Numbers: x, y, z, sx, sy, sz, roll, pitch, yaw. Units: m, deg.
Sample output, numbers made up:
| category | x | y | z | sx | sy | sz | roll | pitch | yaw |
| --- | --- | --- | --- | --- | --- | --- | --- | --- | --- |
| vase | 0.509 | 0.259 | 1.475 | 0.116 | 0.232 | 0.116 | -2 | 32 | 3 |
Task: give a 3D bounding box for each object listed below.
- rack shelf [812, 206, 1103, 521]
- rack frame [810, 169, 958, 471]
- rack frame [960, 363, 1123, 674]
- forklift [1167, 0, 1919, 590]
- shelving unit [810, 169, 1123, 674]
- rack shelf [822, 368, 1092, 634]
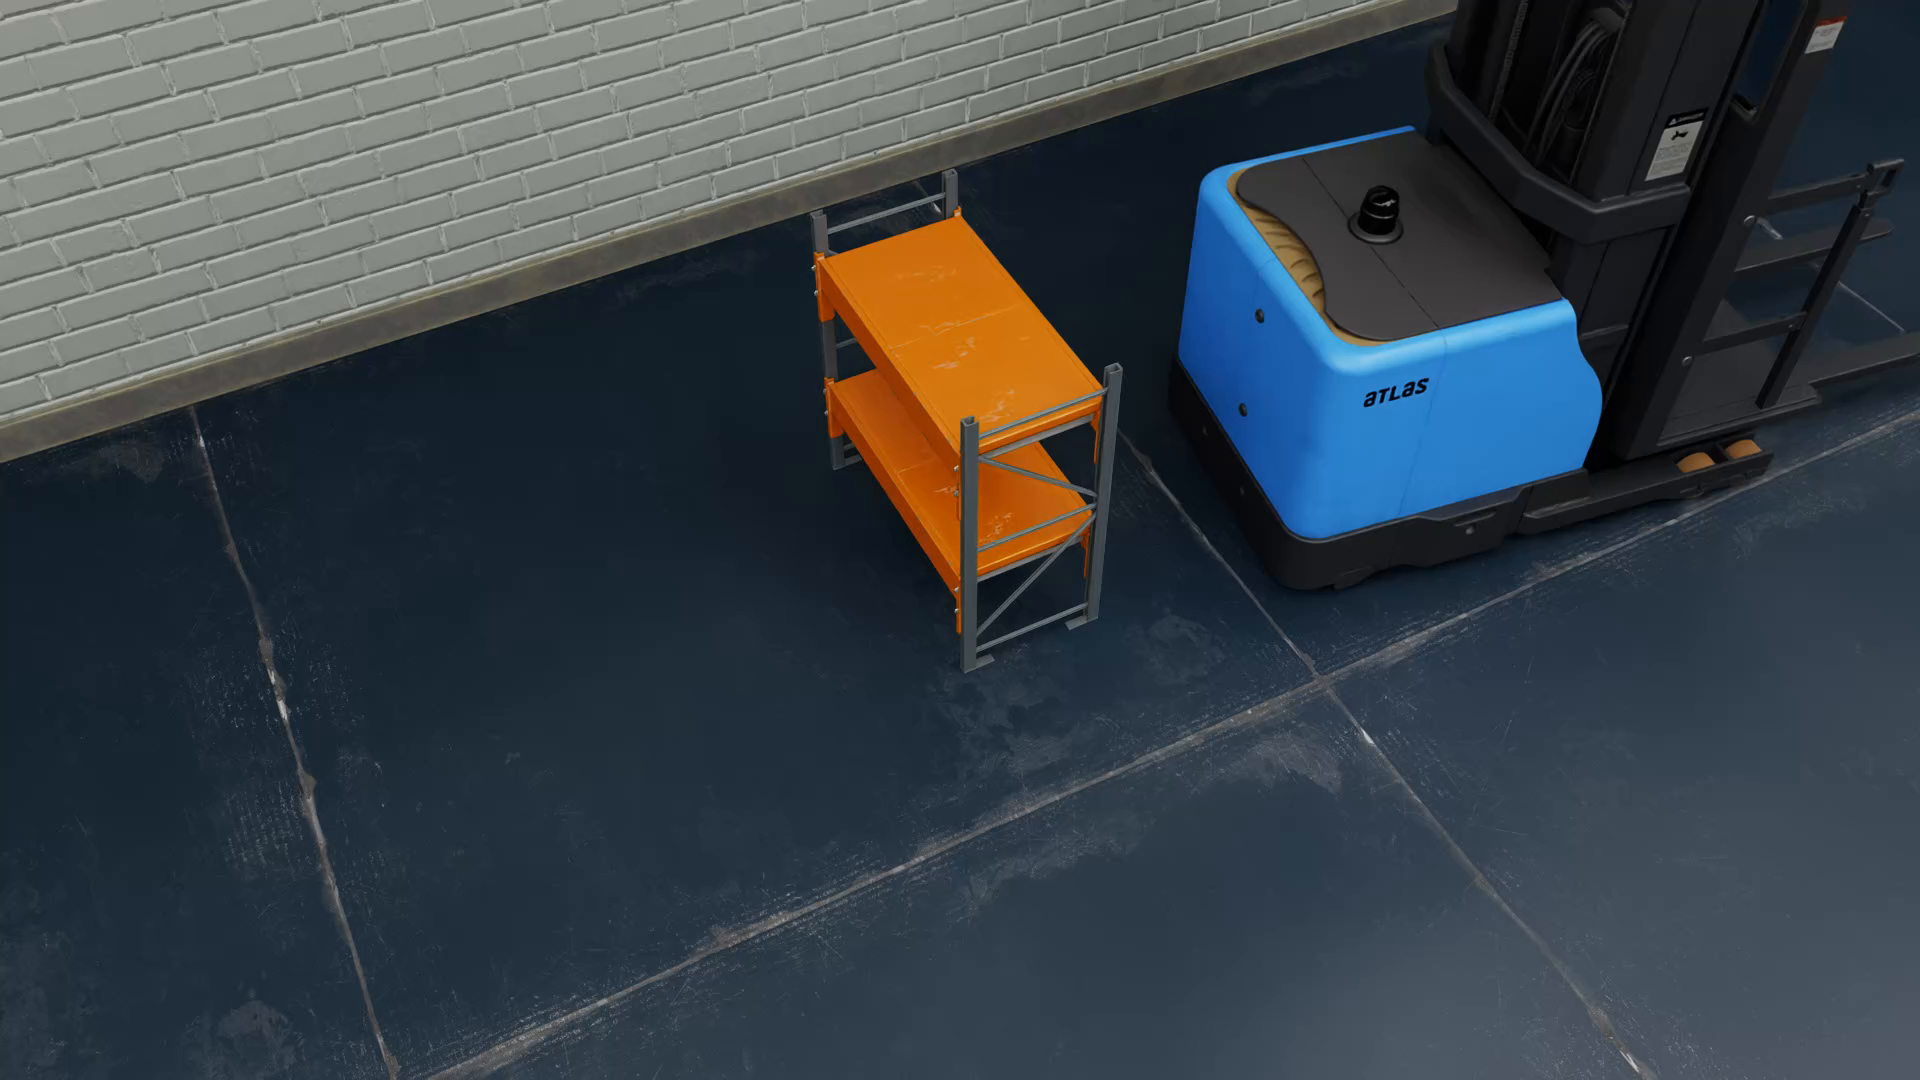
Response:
| category | x | y | z | sx | sy | sz | roll | pitch | yaw |
| --- | --- | --- | --- | --- | --- | --- | --- | --- | --- |
| rack shelf | -0.003 | -0.568 | 5.110 | 0.538 | 0.278 | 1.000 | -21 | 52 | -18 |
| rack frame | -0.236 | -0.715 | 5.628 | 0.500 | 1.125 | 0.032 | -21 | 52 | -18 |
| rack frame | 0.230 | -0.035 | 5.033 | 0.500 | 1.125 | 0.032 | -21 | 52 | -18 |
| forklift | 2.335 | -1.476 | 5.093 | 3.031 | 2.935 | 1.130 | -15 | 50 | -12 |
| shelving unit | -0.003 | -0.375 | 5.331 | 0.538 | 1.125 | 1.048 | -21 | 52 | -18 |
| rack shelf | -0.003 | -0.214 | 5.515 | 0.538 | 0.278 | 1.000 | -21 | 52 | -18 |
